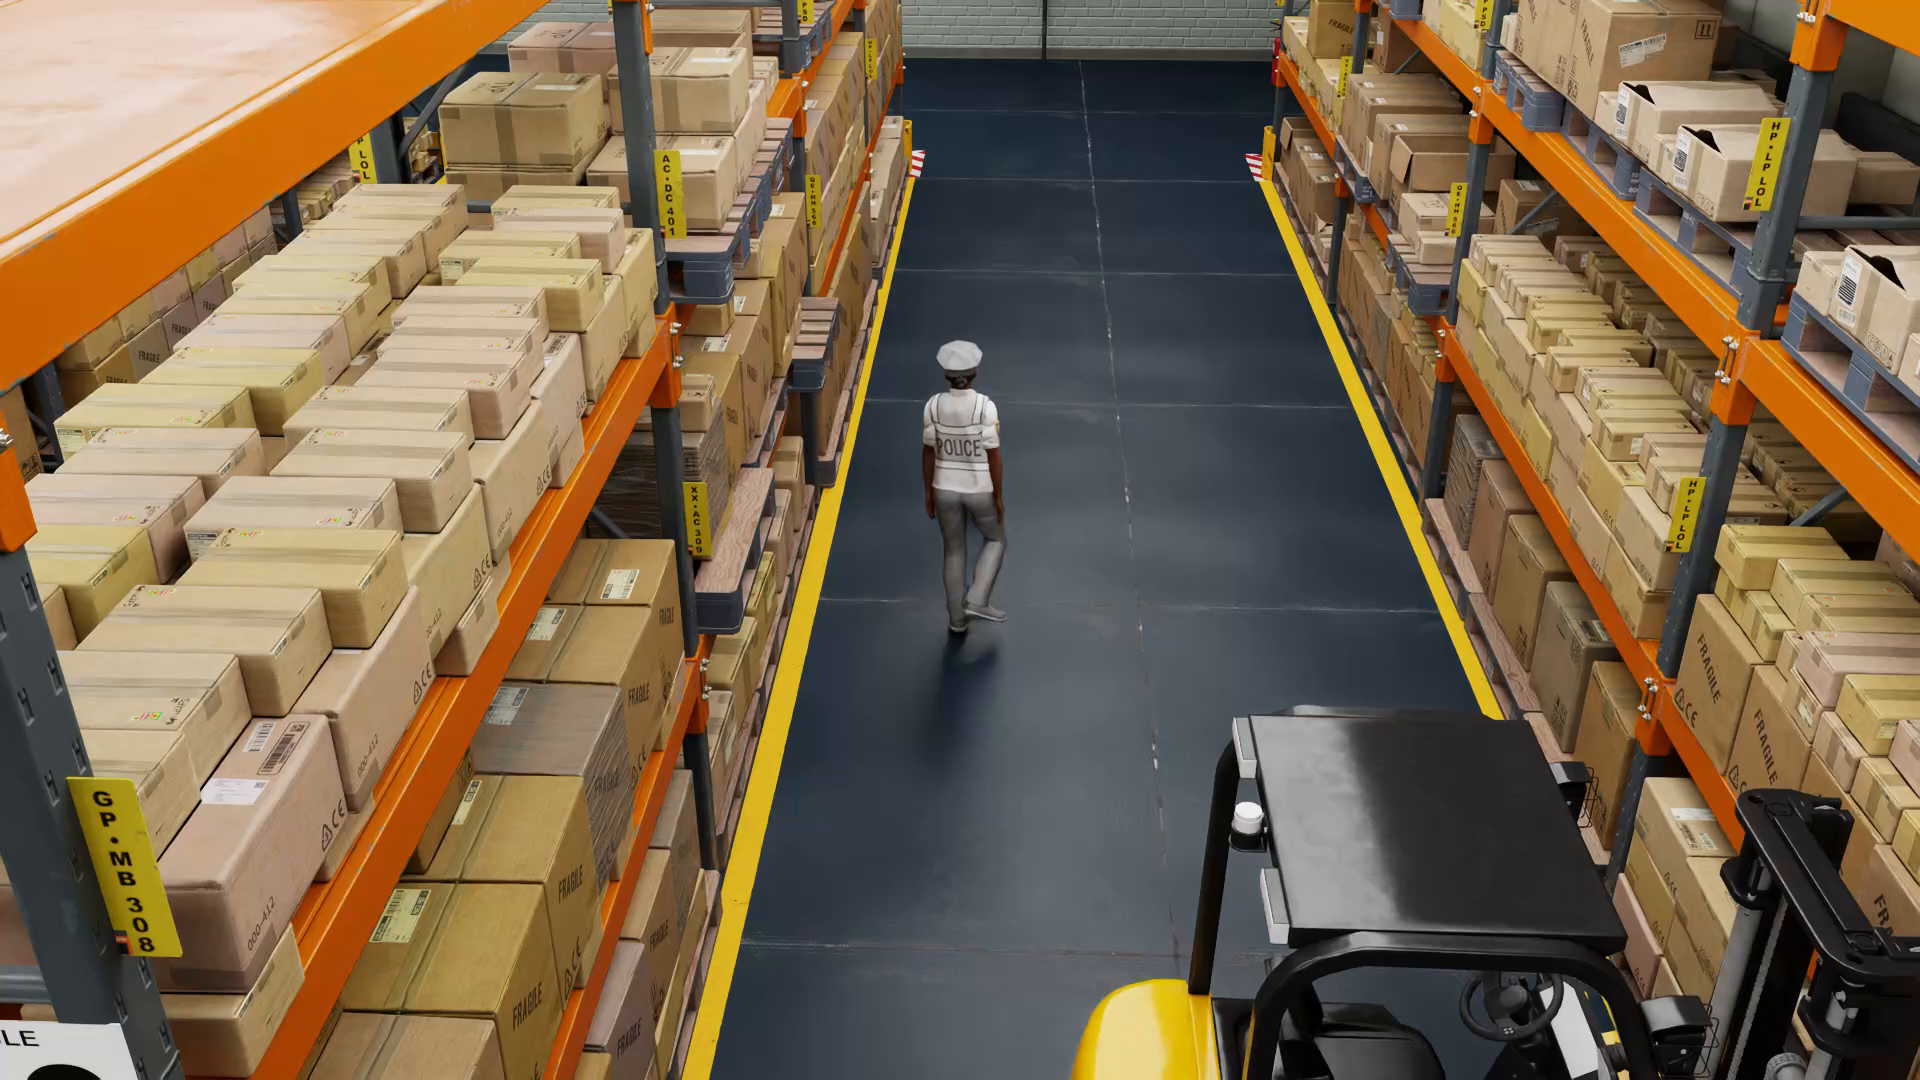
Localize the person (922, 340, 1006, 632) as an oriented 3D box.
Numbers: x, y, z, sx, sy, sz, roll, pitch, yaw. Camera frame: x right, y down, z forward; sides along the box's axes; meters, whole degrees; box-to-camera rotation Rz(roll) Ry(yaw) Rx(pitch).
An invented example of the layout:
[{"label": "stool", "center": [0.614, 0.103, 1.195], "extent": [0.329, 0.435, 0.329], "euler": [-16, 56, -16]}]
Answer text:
[{"label": "person", "center": [0.030, -0.250, 9.284], "extent": [0.517, 1.670, 0.501], "euler": [6, 29, 11]}]
